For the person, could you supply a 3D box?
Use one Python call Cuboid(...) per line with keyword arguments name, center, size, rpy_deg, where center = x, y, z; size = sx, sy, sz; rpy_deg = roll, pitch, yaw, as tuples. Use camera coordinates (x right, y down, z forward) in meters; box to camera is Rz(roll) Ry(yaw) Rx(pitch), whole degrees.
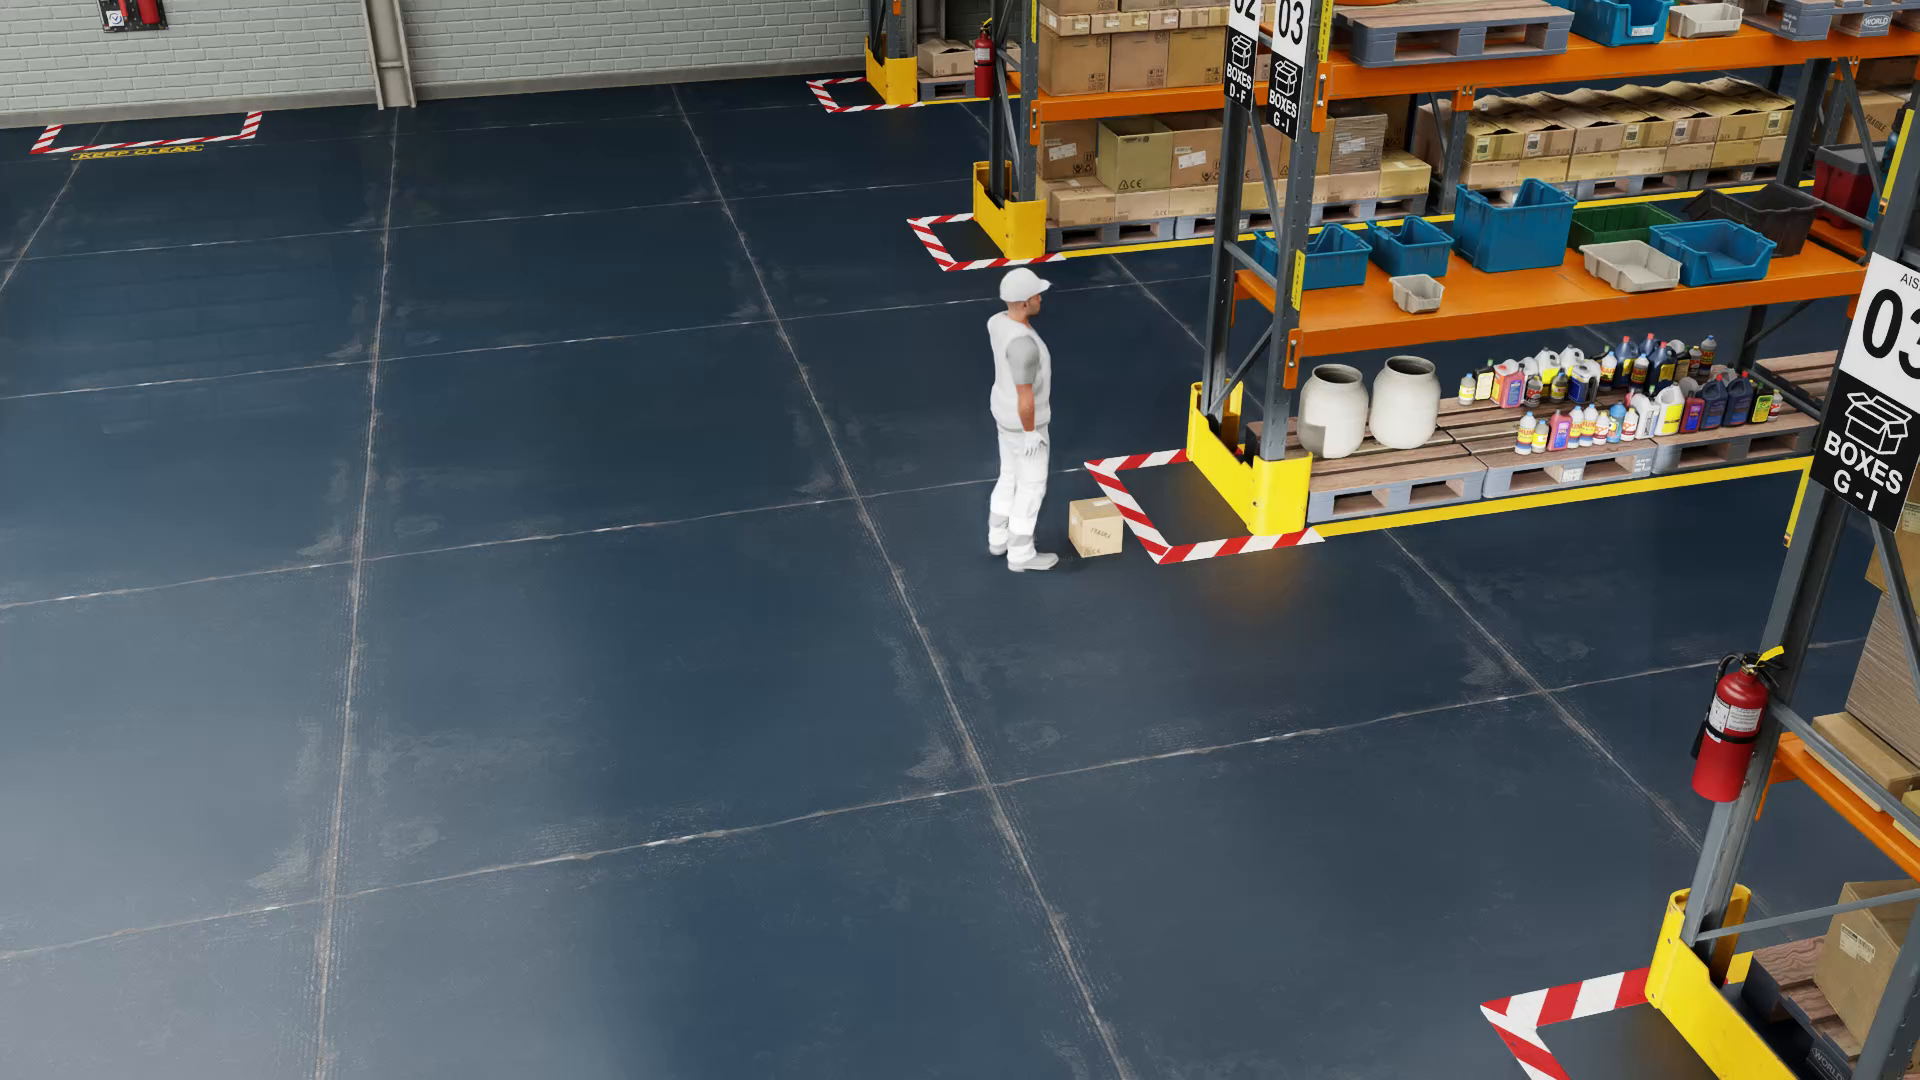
Cuboid(name="person", center=(0.363, -0.687, 9.409), size=(0.367, 1.788, 0.524), rpy_deg=(-7, 31, -12))
